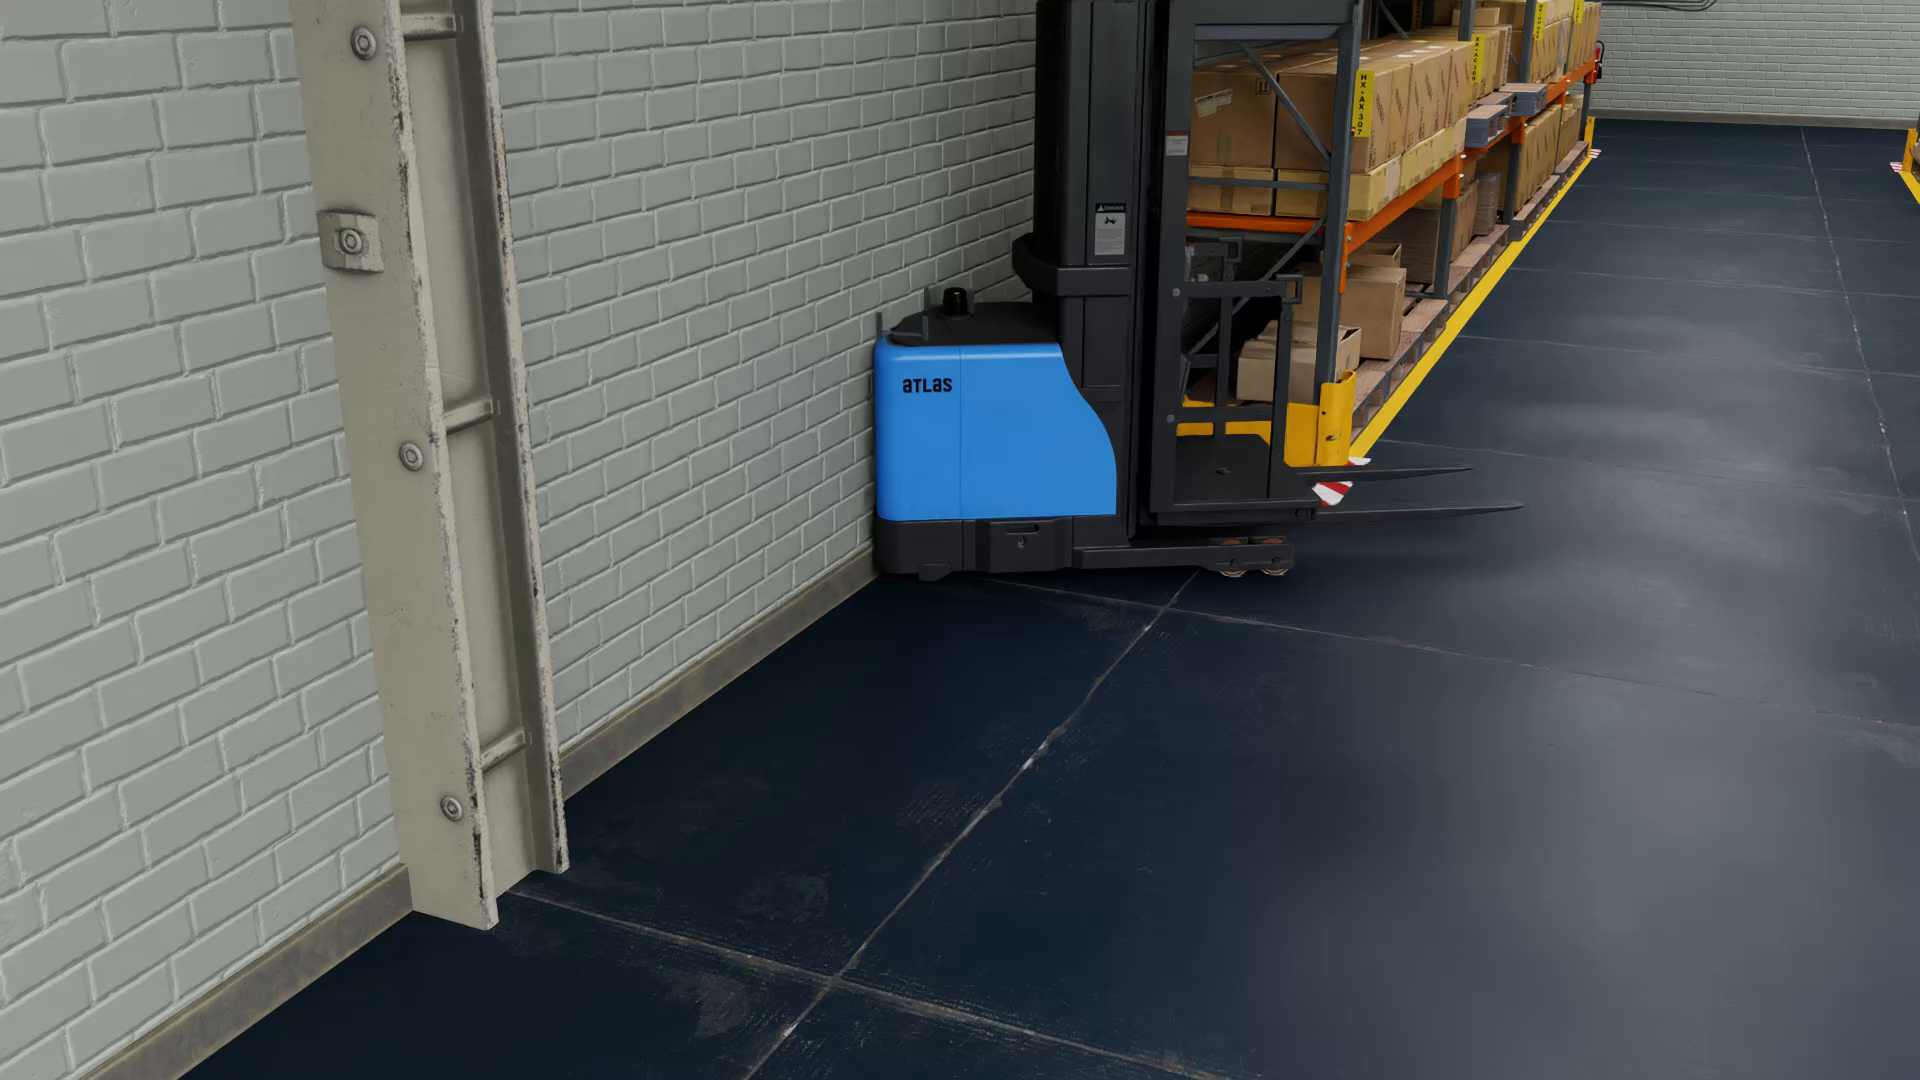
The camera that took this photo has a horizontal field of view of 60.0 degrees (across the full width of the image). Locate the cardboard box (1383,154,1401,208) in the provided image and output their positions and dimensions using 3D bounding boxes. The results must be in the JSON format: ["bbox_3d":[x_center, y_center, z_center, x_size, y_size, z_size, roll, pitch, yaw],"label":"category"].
[{"bbox_3d":[2.225,-2.074,9.518,0.500,0.250,0.500,8,21,21],"label":"cardboard box"}]

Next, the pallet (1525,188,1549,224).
[{"bbox_3d":[5.704,-3.603,17.785,1.003,0.211,1.213,9,21,23],"label":"pallet"}]

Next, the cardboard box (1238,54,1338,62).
[{"bbox_3d":[1.958,-2.646,10.006,0.500,0.500,0.500,8,21,21],"label":"cardboard box"}]

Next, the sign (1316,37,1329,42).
[{"bbox_3d":[2.666,-3.712,12.203,0.100,0.325,0.005,9,21,23],"label":"sign"}]

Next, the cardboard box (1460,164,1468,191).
[{"bbox_3d":[4.068,-3.147,14.295,0.500,0.250,0.500,8,21,22],"label":"cardboard box"}]

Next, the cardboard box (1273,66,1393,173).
[{"bbox_3d":[2.005,-2.266,8.938,0.500,0.500,0.500,9,21,23],"label":"cardboard box"}]

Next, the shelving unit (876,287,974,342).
[{"bbox_3d":[-0.128,-0.496,7.561,0.258,1.200,0.503,7,24,23],"label":"shelving unit"}]

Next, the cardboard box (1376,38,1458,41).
[{"bbox_3d":[3.413,-3.497,12.520,0.700,0.500,0.500,9,21,23],"label":"cardboard box"}]

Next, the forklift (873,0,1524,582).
[{"bbox_3d":[1.088,-1.387,7.494,3.031,2.935,1.130,-2,20,-6],"label":"forklift"}]

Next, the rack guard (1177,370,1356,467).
[{"bbox_3d":[1.567,-0.715,9.232,1.175,0.500,0.348,9,21,23],"label":"rack guard"}]

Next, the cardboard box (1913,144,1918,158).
[{"bbox_3d":[12.021,-4.797,20.552,0.380,0.166,0.250,9,21,23],"label":"cardboard box"}]

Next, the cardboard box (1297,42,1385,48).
[{"bbox_3d":[2.575,-3.111,11.316,0.500,0.500,0.500,8,21,22],"label":"cardboard box"}]

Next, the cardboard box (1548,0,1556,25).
[{"bbox_3d":[5.653,-5.286,16.613,0.500,0.250,0.500,9,21,23],"label":"cardboard box"}]

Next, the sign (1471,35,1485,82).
[{"bbox_3d":[3.672,-3.428,11.838,0.100,0.325,0.005,9,21,23],"label":"sign"}]

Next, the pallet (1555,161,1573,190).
[{"bbox_3d":[6.832,-4.445,20.153,1.003,0.211,1.213,9,21,23],"label":"pallet"}]

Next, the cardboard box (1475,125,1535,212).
[{"bbox_3d":[5.232,-3.706,16.496,0.750,0.750,0.750,8,21,22],"label":"cardboard box"}]

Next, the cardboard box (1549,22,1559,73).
[{"bbox_3d":[5.877,-5.095,17.197,0.500,0.500,0.500,9,22,24],"label":"cardboard box"}]

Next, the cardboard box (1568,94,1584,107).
[{"bbox_3d":[8.006,-5.794,21.920,0.380,0.149,0.250,8,21,22],"label":"cardboard box"}]

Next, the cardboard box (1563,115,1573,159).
[{"bbox_3d":[7.270,-5.082,20.885,0.700,0.500,0.500,9,22,24],"label":"cardboard box"}]

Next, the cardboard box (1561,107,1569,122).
[{"bbox_3d":[7.156,-5.157,20.130,0.380,0.149,0.250,9,22,25],"label":"cardboard box"}]

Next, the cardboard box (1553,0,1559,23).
[{"bbox_3d":[5.857,-5.443,17.054,0.500,0.250,0.500,8,21,22],"label":"cardboard box"}]

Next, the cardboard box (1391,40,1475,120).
[{"bbox_3d":[3.262,-3.197,11.557,0.500,0.500,0.500,8,21,23],"label":"cardboard box"}]

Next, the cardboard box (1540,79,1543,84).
[{"bbox_3d":[5.890,-4.824,17.403,0.380,0.149,0.250,9,22,24],"label":"cardboard box"}]

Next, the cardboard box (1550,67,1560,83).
[{"bbox_3d":[6.286,-5.044,18.021,0.380,0.149,0.250,9,21,23],"label":"cardboard box"}]

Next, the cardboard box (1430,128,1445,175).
[{"bbox_3d":[2.853,-2.537,10.820,0.500,0.250,0.500,8,21,22],"label":"cardboard box"}]

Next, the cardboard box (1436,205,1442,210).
[{"bbox_3d":[3.626,-2.514,13.634,0.700,0.500,0.500,8,21,22],"label":"cardboard box"}]

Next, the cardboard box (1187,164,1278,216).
[{"bbox_3d":[1.550,-1.977,9.246,0.500,0.250,0.500,9,21,23],"label":"cardboard box"}]

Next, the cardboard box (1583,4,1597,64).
[{"bbox_3d":[7.600,-6.520,21.379,0.980,0.700,0.700,8,21,22],"label":"cardboard box"}]

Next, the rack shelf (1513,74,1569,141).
[{"bbox_3d":[5.631,-4.587,17.464,1.077,0.370,4.000,9,21,23],"label":"rack shelf"}]

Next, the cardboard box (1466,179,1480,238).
[{"bbox_3d":[4.247,-2.975,14.933,0.700,0.500,0.500,9,21,23],"label":"cardboard box"}]

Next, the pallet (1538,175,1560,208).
[{"bbox_3d":[6.202,-3.977,18.838,1.003,0.211,1.213,9,21,23],"label":"pallet"}]

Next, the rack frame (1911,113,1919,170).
[{"bbox_3d":[12.608,-6.082,20.593,1.000,3.000,0.127,9,21,23],"label":"rack frame"}]

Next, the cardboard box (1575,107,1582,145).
[{"bbox_3d":[7.892,-5.553,22.209,0.700,0.500,0.500,9,21,23],"label":"cardboard box"}]

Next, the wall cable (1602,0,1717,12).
[{"bbox_3d":[10.730,-9.804,26.740,3.097,2.526,0.112,9,21,23],"label":"wall cable"}]

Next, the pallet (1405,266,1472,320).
[{"bbox_3d":[3.491,-2.016,13.323,1.003,0.211,1.213,9,21,23],"label":"pallet"}]

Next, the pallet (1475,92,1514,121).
[{"bbox_3d":[4.038,-3.614,13.939,1.003,0.211,1.213,9,21,23],"label":"pallet"}]

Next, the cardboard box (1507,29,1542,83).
[{"bbox_3d":[5.244,-4.625,15.873,0.500,0.500,0.500,9,22,24],"label":"cardboard box"}]

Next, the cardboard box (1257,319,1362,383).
[{"bbox_3d":[2.135,-1.183,10.175,0.500,0.311,0.500,11,22,27],"label":"cardboard box"}]

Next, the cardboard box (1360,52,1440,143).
[{"bbox_3d":[2.635,-2.732,10.249,0.500,0.500,0.500,9,22,24],"label":"cardboard box"}]

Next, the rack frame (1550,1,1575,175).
[{"bbox_3d":[6.450,-5.537,19.063,1.000,3.000,0.127,9,21,23],"label":"rack frame"}]

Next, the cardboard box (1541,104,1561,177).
[{"bbox_3d":[6.302,-4.506,18.744,0.750,0.750,0.750,9,21,23],"label":"cardboard box"}]

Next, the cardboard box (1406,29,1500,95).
[{"bbox_3d":[4.138,-4.040,14.047,0.700,0.500,0.500,9,21,23],"label":"cardboard box"}]

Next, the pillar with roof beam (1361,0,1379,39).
[{"bbox_3d":[7.418,-6.272,12.175,9.100,9.000,0.400,9,21,23],"label":"pillar with roof beam"}]

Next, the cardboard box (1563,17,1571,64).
[{"bbox_3d":[6.491,-5.558,18.499,0.500,0.500,0.500,8,21,22],"label":"cardboard box"}]

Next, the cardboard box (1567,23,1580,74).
[{"bbox_3d":[6.687,-5.842,19.472,0.980,0.700,0.700,9,21,24],"label":"cardboard box"}]

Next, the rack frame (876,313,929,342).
[{"bbox_3d":[-0.227,-0.410,7.356,0.240,1.200,0.015,7,24,23],"label":"rack frame"}]
